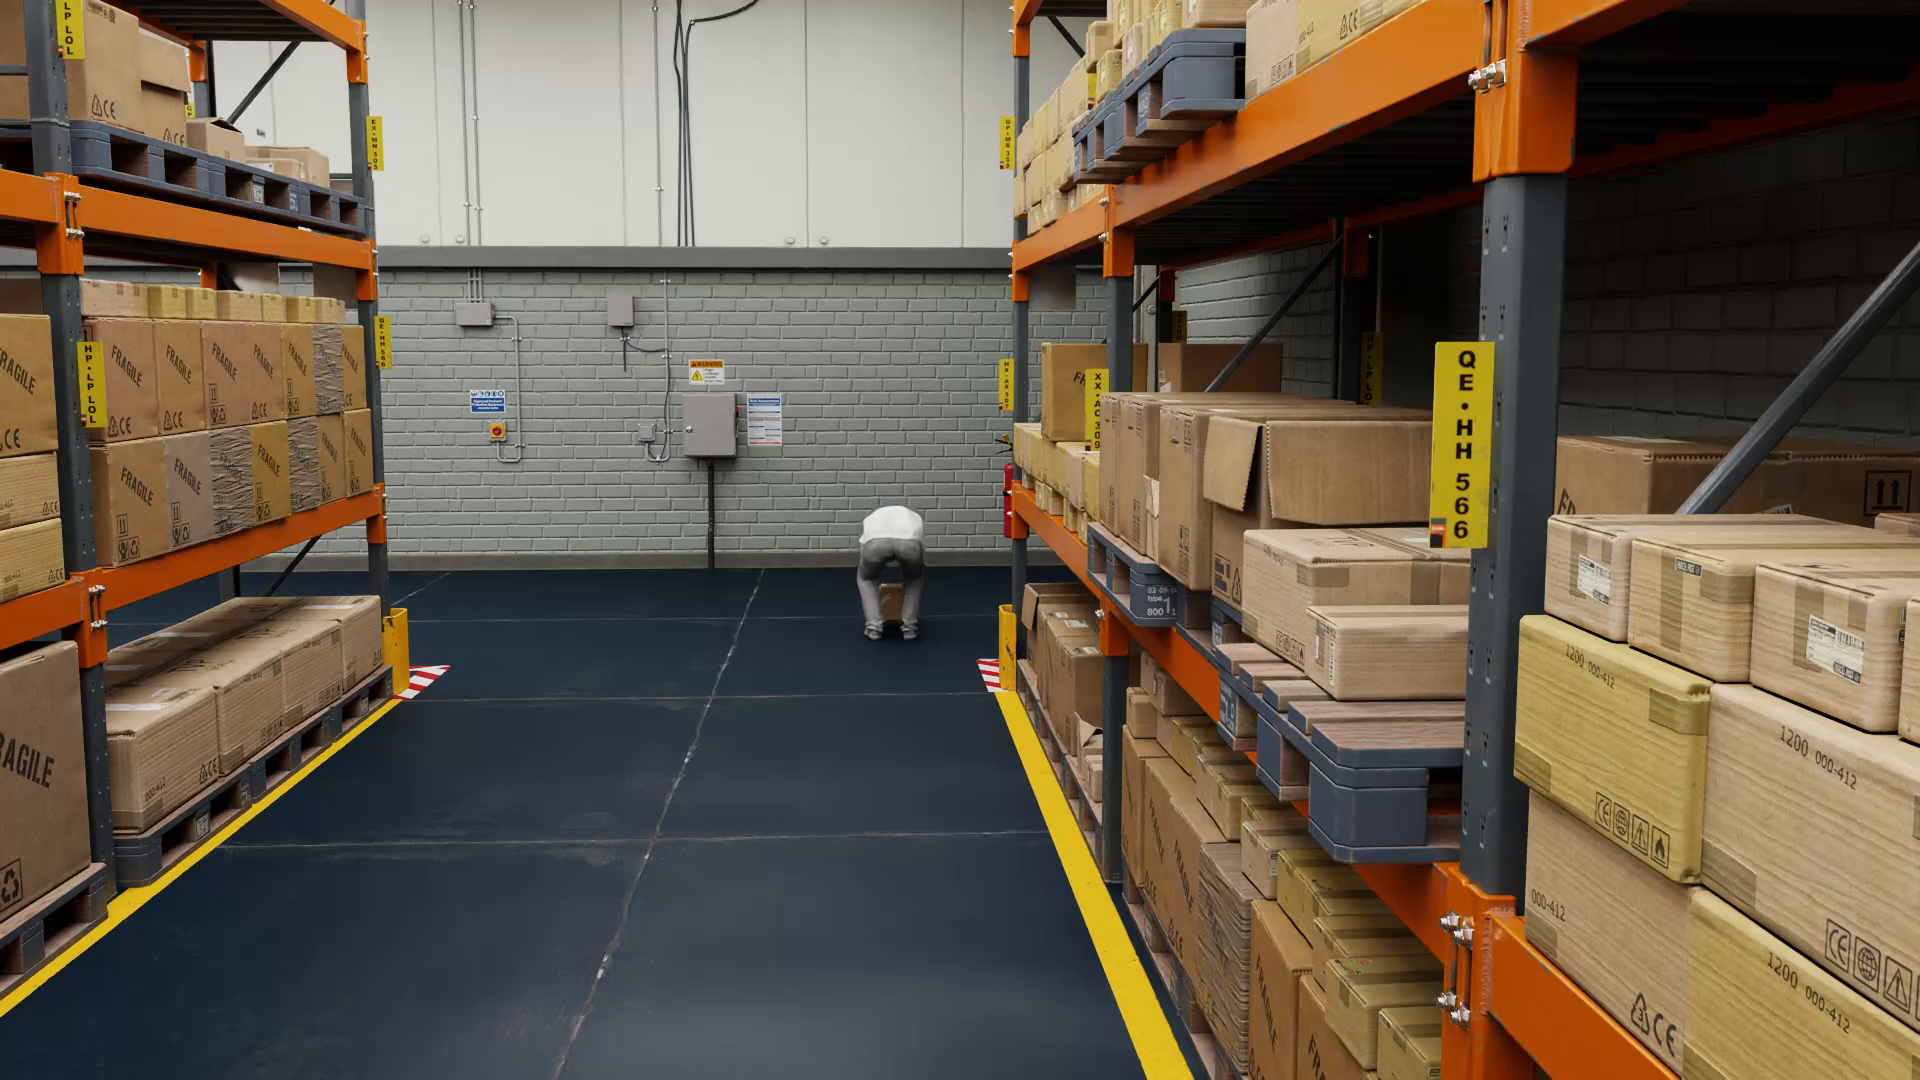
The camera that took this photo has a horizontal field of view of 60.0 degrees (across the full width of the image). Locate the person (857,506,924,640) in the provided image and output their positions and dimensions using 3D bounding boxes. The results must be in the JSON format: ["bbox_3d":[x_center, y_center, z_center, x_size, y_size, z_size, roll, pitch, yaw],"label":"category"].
[{"bbox_3d":[-0.533,0.217,12.620,0.508,0.988,0.997,-1,7,-7],"label":"person"}]
